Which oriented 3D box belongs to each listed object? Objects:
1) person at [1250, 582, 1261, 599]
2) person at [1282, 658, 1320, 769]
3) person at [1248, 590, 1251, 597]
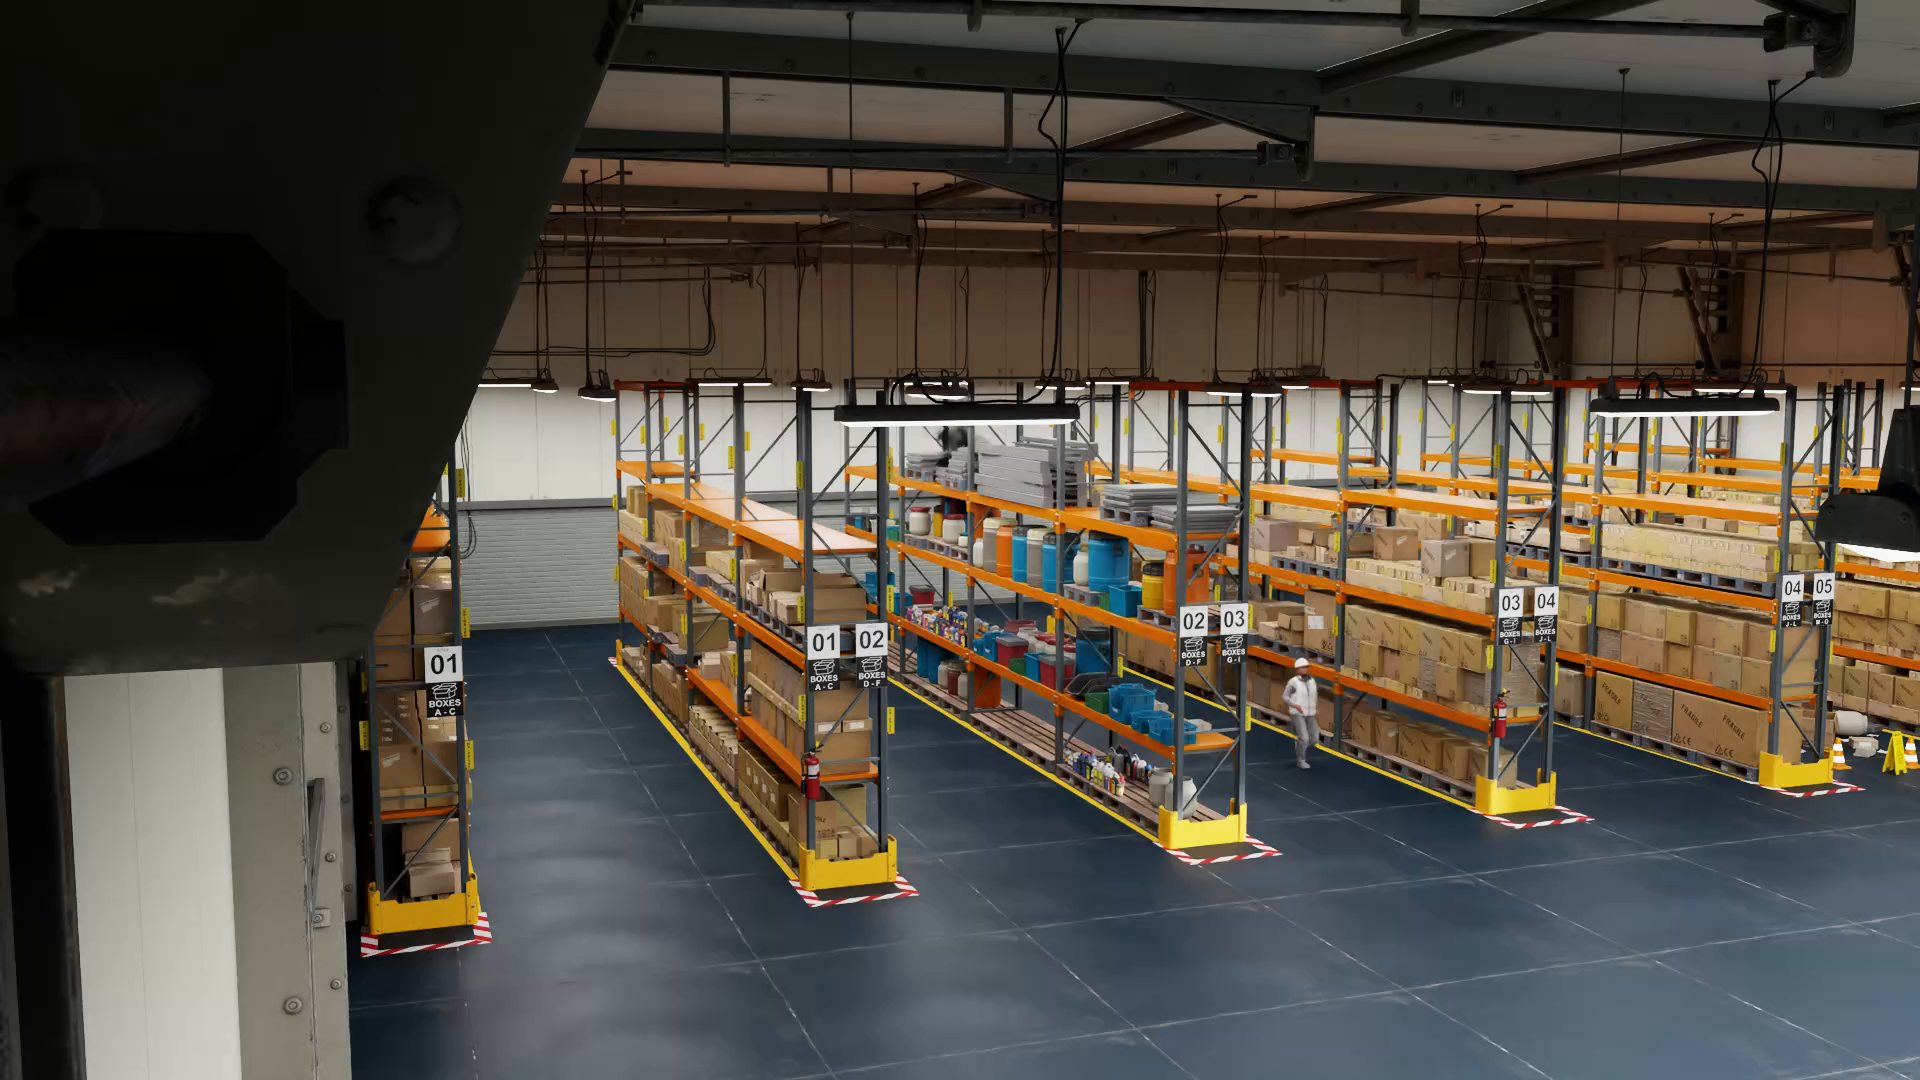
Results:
[{"bbox_3d":[7.257,1.051,41.412,0.944,1.782,0.646,-3,7,-23],"label":"person"},{"bbox_3d":[5.367,2.690,26.098,0.617,1.669,0.571,-2,6,-21],"label":"person"},{"bbox_3d":[6.120,1.814,35.437,0.531,1.552,0.555,-3,7,-26],"label":"person"}]
